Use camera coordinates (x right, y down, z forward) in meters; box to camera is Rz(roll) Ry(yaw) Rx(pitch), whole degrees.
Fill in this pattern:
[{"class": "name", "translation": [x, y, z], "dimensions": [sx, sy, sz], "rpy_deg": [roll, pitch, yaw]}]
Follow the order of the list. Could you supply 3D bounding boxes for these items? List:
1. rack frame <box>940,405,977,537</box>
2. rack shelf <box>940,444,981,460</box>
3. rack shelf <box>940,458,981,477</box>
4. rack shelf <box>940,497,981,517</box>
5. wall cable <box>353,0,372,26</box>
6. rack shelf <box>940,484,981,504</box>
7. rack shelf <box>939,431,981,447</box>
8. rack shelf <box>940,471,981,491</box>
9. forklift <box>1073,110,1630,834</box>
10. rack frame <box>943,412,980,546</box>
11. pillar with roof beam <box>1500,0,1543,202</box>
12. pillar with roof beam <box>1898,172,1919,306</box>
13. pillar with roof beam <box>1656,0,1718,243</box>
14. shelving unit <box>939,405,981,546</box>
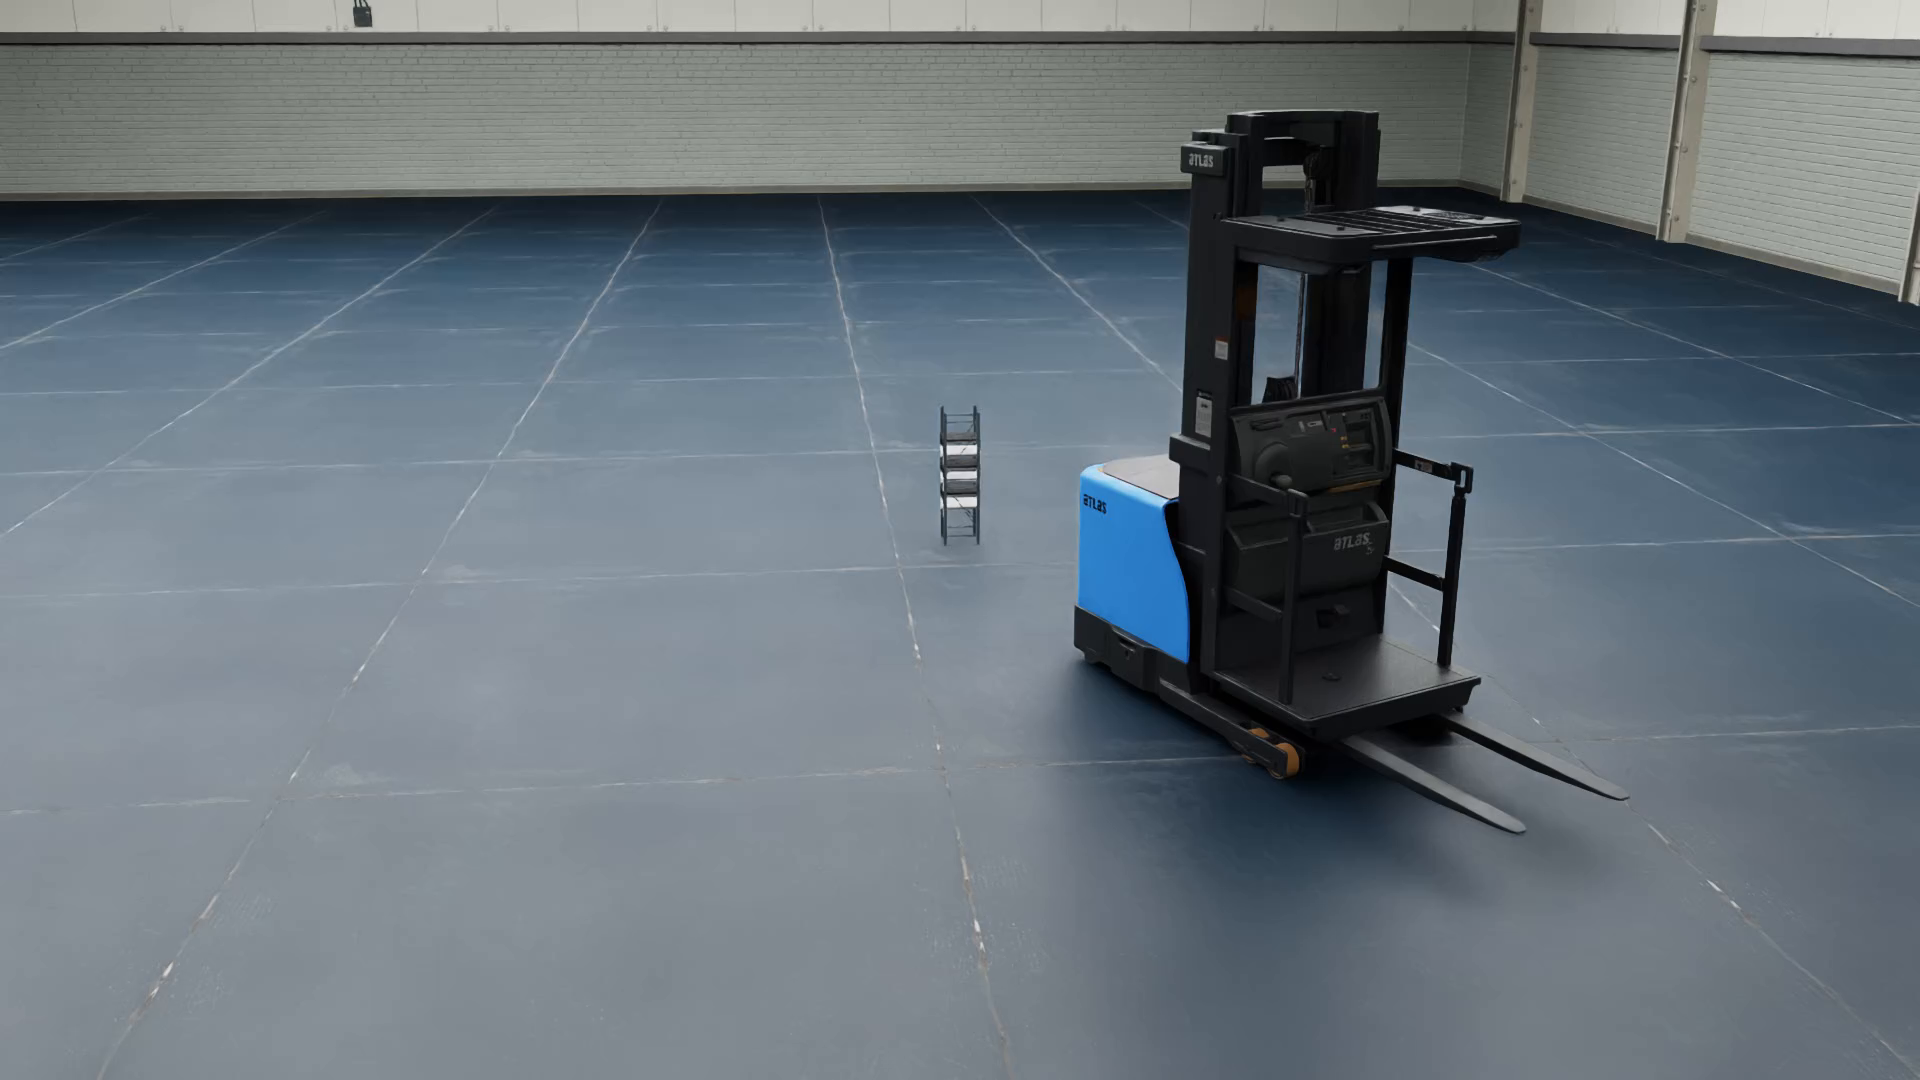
[{"class": "rack frame", "translation": [-0.010, -0.457, 11.131], "dimensions": [0.240, 0.900, 0.006], "rpy_deg": [-2, 18, -6]}, {"class": "rack shelf", "translation": [0.001, -0.567, 10.991], "dimensions": [0.258, 0.077, 0.200], "rpy_deg": [-2, 18, -6]}, {"class": "rack shelf", "translation": [0.001, -0.481, 11.018], "dimensions": [0.258, 0.077, 0.200], "rpy_deg": [-2, 18, -6]}, {"class": "rack shelf", "translation": [0.001, -0.223, 11.098], "dimensions": [0.258, 0.077, 0.200], "rpy_deg": [-2, 18, -6]}, {"class": "wall cable", "translation": [-10.315, -12.636, 30.725], "dimensions": [2.305, 6.003, 0.169], "rpy_deg": [-2, 18, -6]}, {"class": "rack shelf", "translation": [0.001, -0.309, 11.072], "dimensions": [0.258, 0.077, 0.200], "rpy_deg": [-2, 18, -6]}, {"class": "rack shelf", "translation": [0.001, -0.653, 10.964], "dimensions": [0.258, 0.077, 0.200], "rpy_deg": [-2, 18, -6]}, {"class": "rack shelf", "translation": [0.001, -0.395, 11.045], "dimensions": [0.258, 0.077, 0.200], "rpy_deg": [-2, 18, -6]}, {"class": "forklift", "translation": [1.785, -0.451, 7.722], "dimensions": [1.130, 2.935, 3.031], "rpy_deg": [-10, 20, -28]}, {"class": "rack frame", "translation": [0.011, -0.397, 10.938], "dimensions": [0.240, 0.900, 0.006], "rpy_deg": [-2, 18, -6]}, {"class": "pillar with roof beam", "translation": [6.279, -10.646, 30.065], "dimensions": [9.100, 9.000, 0.400], "rpy_deg": [-2, 18, -6]}, {"class": "pillar with roof beam", "translation": [7.517, -7.071, 18.677], "dimensions": [9.100, 9.000, 0.400], "rpy_deg": [-2, 18, -6]}, {"class": "pillar with roof beam", "translation": [6.898, -8.859, 24.371], "dimensions": [9.100, 9.000, 0.400], "rpy_deg": [-2, 18, -6]}, {"class": "shelving unit", "translation": [0.001, -0.427, 11.035], "dimensions": [0.258, 0.900, 0.210], "rpy_deg": [-2, 18, -6]}]
